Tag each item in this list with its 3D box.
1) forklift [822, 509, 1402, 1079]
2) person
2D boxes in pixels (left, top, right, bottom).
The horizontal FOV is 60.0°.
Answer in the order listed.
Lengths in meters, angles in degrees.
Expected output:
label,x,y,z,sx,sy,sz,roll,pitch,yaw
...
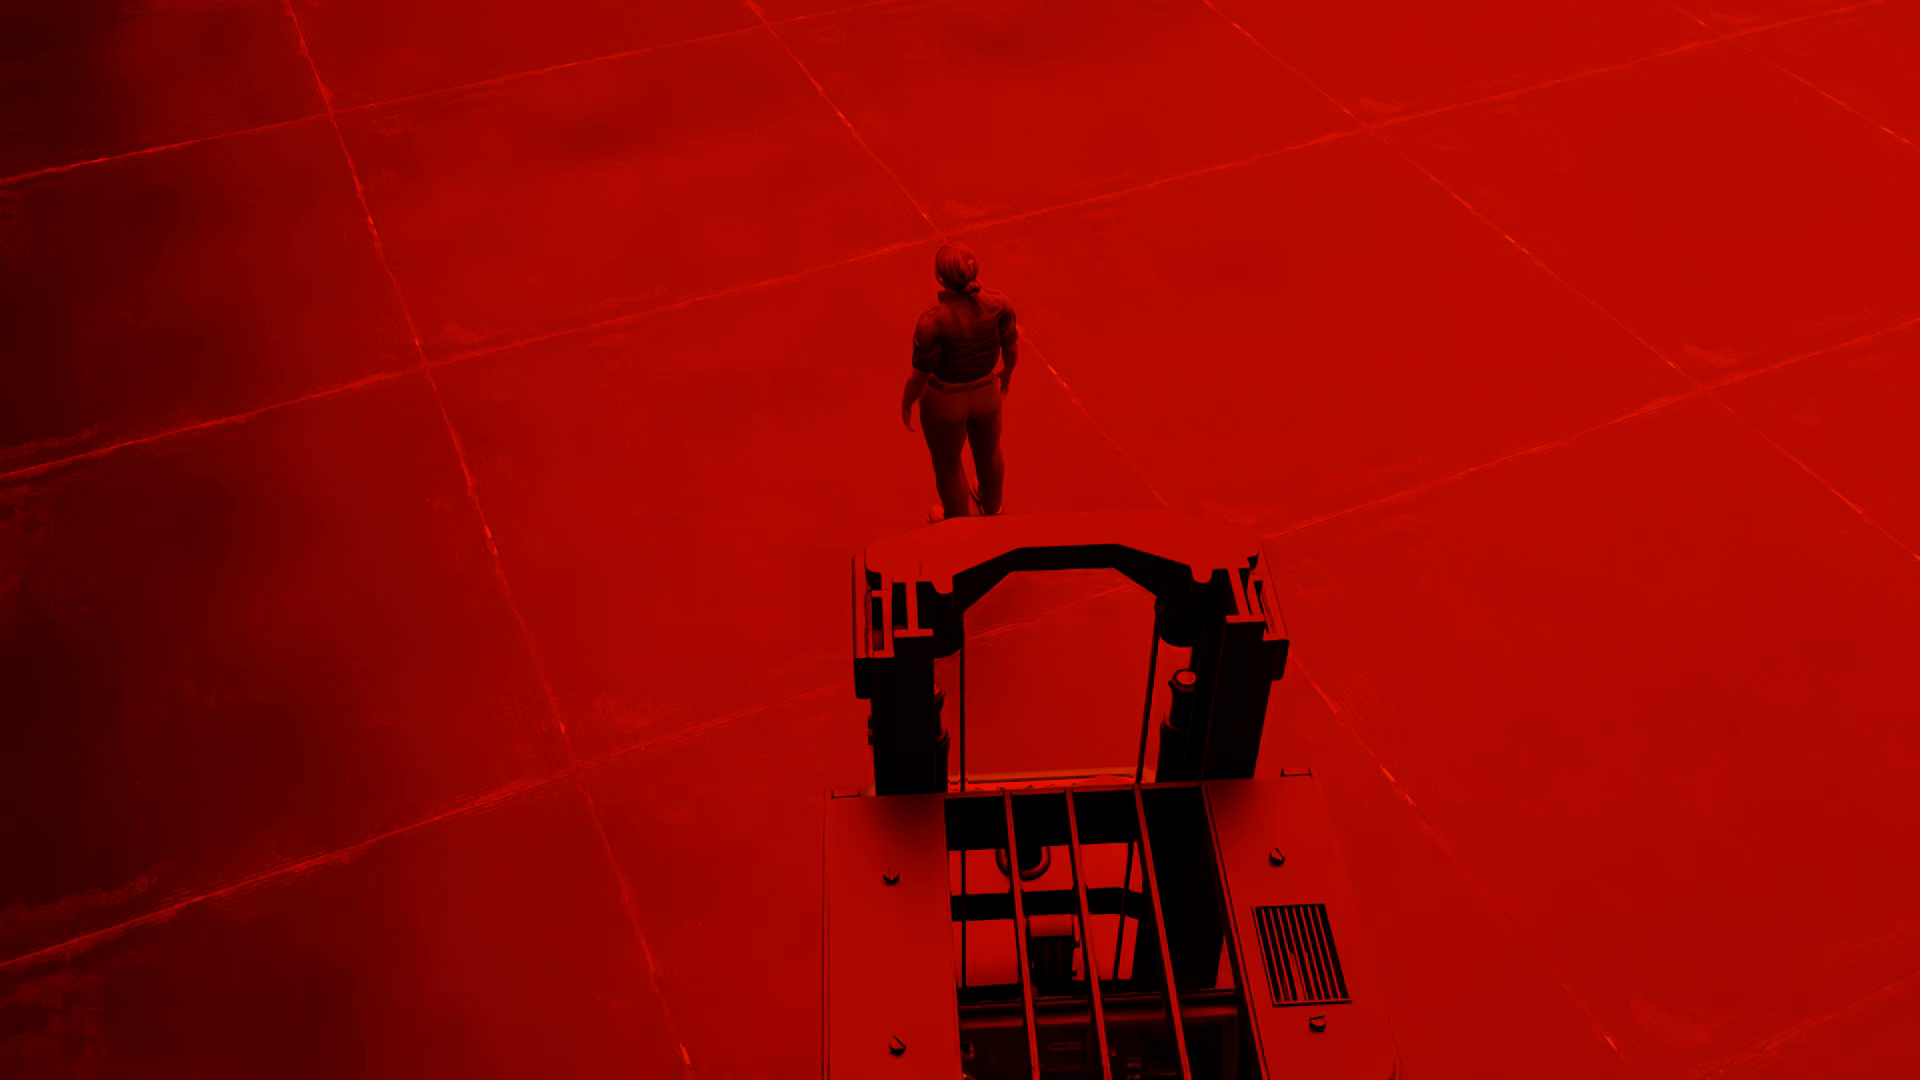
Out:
label,x,y,z,sx,sy,sz,roll,pitch,yaw
forklift,0.263,1.478,4.097,1.130,2.935,3.031,-2,43,-3
person,-0.018,-0.670,7.323,0.569,1.654,0.504,-18,46,-18
